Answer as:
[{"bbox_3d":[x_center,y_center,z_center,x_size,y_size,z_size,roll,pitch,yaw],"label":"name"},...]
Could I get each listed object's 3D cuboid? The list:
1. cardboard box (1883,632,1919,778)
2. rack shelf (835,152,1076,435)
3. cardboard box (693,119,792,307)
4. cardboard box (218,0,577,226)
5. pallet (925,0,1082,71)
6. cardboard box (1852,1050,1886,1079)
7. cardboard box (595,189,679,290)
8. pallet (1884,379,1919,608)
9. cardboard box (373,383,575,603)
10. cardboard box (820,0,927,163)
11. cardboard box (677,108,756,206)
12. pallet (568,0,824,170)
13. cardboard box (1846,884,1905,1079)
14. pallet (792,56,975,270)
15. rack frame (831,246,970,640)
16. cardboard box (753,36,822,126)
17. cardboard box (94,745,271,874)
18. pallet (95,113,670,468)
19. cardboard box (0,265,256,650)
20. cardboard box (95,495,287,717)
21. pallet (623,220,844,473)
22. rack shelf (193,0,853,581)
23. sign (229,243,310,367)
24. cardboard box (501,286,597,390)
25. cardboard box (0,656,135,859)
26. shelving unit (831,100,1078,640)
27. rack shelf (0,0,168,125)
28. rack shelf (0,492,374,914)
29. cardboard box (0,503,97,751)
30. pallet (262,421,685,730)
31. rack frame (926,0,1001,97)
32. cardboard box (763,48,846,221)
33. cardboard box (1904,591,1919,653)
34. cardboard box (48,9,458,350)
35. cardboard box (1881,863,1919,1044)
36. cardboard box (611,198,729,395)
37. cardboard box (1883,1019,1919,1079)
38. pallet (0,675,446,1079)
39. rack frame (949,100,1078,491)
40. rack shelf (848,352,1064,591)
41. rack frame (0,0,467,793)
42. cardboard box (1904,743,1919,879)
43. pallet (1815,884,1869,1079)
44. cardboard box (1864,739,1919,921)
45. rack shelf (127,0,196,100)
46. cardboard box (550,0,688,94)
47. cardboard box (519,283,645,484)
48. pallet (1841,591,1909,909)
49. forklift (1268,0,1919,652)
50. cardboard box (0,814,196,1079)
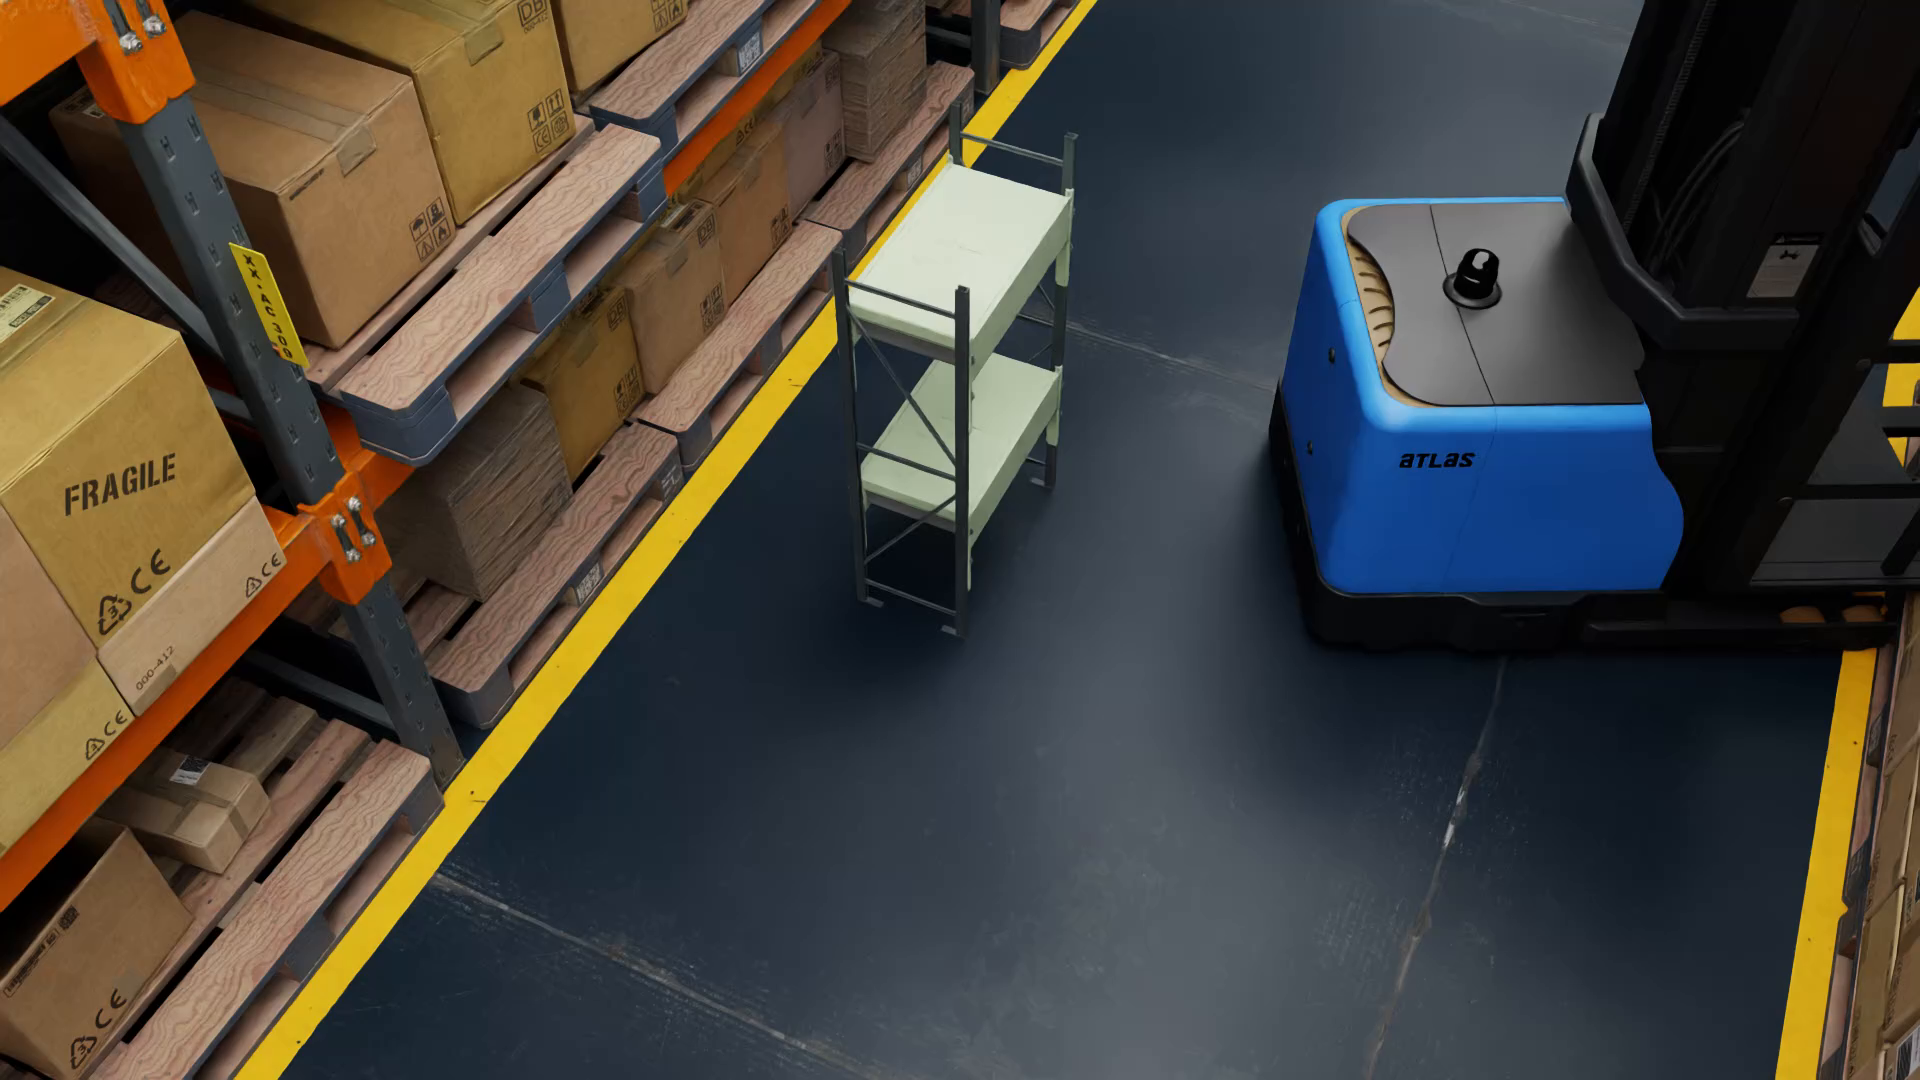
[{"bbox_3d":[3.041,0.532,4.858,0.500,0.250,0.500,21,53,17],"label":"cardboard box"},{"bbox_3d":[-0.003,-0.734,4.878,0.431,0.370,0.720,20,52,16],"label":"rack shelf"},{"bbox_3d":[-1.073,-1.309,6.246,0.700,0.500,0.500,20,52,16],"label":"cardboard box"},{"bbox_3d":[-1.516,-1.299,4.532,0.700,0.500,0.500,25,54,20],"label":"cardboard box"},{"bbox_3d":[0.105,-2.772,7.970,1.003,0.211,1.213,20,52,16],"label":"pallet"},{"bbox_3d":[2.386,1.582,3.964,0.500,0.250,0.500,19,52,16],"label":"cardboard box"},{"bbox_3d":[-1.306,-1.154,5.623,0.500,0.250,0.500,18,52,15],"label":"cardboard box"},{"bbox_3d":[3.793,-0.090,5.688,1.003,0.211,1.213,20,52,16],"label":"pallet"},{"bbox_3d":[-1.710,-0.247,5.343,0.700,0.500,0.500,21,53,17],"label":"cardboard box"},{"bbox_3d":[-0.561,-1.977,6.815,0.700,0.500,0.500,20,53,17],"label":"cardboard box"},{"bbox_3d":[-1.076,-1.492,5.910,0.500,0.250,0.500,20,52,16],"label":"cardboard box"},{"bbox_3d":[-1.109,-1.718,5.369,1.003,0.211,1.213,20,52,16],"label":"pallet"},{"bbox_3d":[2.604,1.234,4.260,0.500,0.250,0.500,19,52,16],"label":"cardboard box"},{"bbox_3d":[-0.635,-1.716,7.071,1.003,0.211,1.213,20,52,16],"label":"pallet"},{"bbox_3d":[-0.159,-0.229,4.960,0.400,1.500,0.023,20,52,16],"label":"rack frame"},{"bbox_3d":[-0.861,-1.848,6.213,0.500,0.250,0.500,21,53,17],"label":"cardboard box"},{"bbox_3d":[-2.211,0.751,4.713,0.380,0.166,0.250,14,51,11],"label":"cardboard box"},{"bbox_3d":[-1.551,-0.819,4.604,1.003,0.211,1.213,20,52,16],"label":"pallet"},{"bbox_3d":[-1.931,-0.177,3.524,0.500,0.500,0.500,20,52,16],"label":"cardboard box"},{"bbox_3d":[-1.937,0.064,3.811,0.500,0.250,0.500,20,52,16],"label":"cardboard box"},{"bbox_3d":[-1.158,-0.879,6.359,1.003,0.211,1.213,20,52,16],"label":"pallet"},{"bbox_3d":[-1.155,-1.547,5.569,1.077,0.370,4.000,20,52,16],"label":"rack shelf"},{"bbox_3d":[-1.515,-0.512,3.648,0.100,0.325,0.005,20,52,16],"label":"sign"},{"bbox_3d":[-1.525,-0.795,5.317,0.500,0.250,0.500,19,52,15],"label":"cardboard box"},{"bbox_3d":[-2.158,0.405,3.521,0.500,0.250,0.500,20,52,16],"label":"cardboard box"},{"bbox_3d":[-0.003,-0.481,5.175,0.431,1.500,0.755,20,52,16],"label":"shelving unit"},{"bbox_3d":[-2.864,0.236,2.083,1.077,0.370,4.000,20,52,16],"label":"rack shelf"},{"bbox_3d":[-2.864,1.208,3.225,1.077,0.370,4.000,20,52,16],"label":"rack shelf"},{"bbox_3d":[-2.139,0.168,3.230,0.500,0.500,0.500,20,52,16],"label":"cardboard box"},{"bbox_3d":[-1.678,-0.036,5.642,1.003,0.211,1.213,20,52,16],"label":"pallet"},{"bbox_3d":[-0.300,-3.157,6.467,1.000,3.000,0.127,20,52,16],"label":"rack frame"},{"bbox_3d":[-0.886,-1.660,6.545,0.700,0.500,0.500,20,52,16],"label":"cardboard box"},{"bbox_3d":[3.260,0.179,5.158,0.500,0.250,0.500,19,52,15],"label":"cardboard box"},{"bbox_3d":[-1.761,-0.917,4.206,0.700,0.500,0.500,20,52,16],"label":"cardboard box"},{"bbox_3d":[2.602,1.047,4.051,0.500,0.311,0.500,21,53,17],"label":"cardboard box"},{"bbox_3d":[-1.280,-0.958,5.948,0.700,0.500,0.500,20,53,16],"label":"cardboard box"},{"bbox_3d":[2.385,1.408,3.744,0.500,0.311,0.500,20,52,16],"label":"cardboard box"},{"bbox_3d":[-2.264,0.975,4.782,1.003,0.211,1.213,20,52,16],"label":"pallet"},{"bbox_3d":[0.154,-0.733,5.389,0.400,1.500,0.023,20,52,16],"label":"rack frame"},{"bbox_3d":[-0.003,-0.270,5.423,0.431,0.370,0.720,20,52,16],"label":"rack shelf"},{"bbox_3d":[-2.009,-0.403,4.123,1.000,3.000,0.127,20,52,16],"label":"rack frame"},{"bbox_3d":[2.817,0.704,4.342,0.500,0.311,0.500,20,52,16],"label":"cardboard box"},{"bbox_3d":[2.751,1.590,4.258,1.003,0.211,1.213,20,52,16],"label":"pallet"},{"bbox_3d":[2.822,0.882,4.560,0.500,0.250,0.500,21,53,17],"label":"cardboard box"},{"bbox_3d":[-1.155,-2.519,4.427,1.077,0.370,4.000,20,52,16],"label":"rack shelf"},{"bbox_3d":[-1.263,-1.763,4.926,0.700,0.500,0.500,27,55,21],"label":"cardboard box"},{"bbox_3d":[-1.534,-0.620,5.660,0.700,0.500,0.500,19,52,15],"label":"cardboard box"},{"bbox_3d":[3.271,0.747,4.976,1.003,0.211,1.213,20,52,16],"label":"pallet"},{"bbox_3d":[2.633,-0.990,4.668,3.031,2.935,1.130,-1,50,-1],"label":"forklift"},{"bbox_3d":[-2.416,0.993,4.288,0.500,0.500,0.500,16,52,13],"label":"cardboard box"}]
